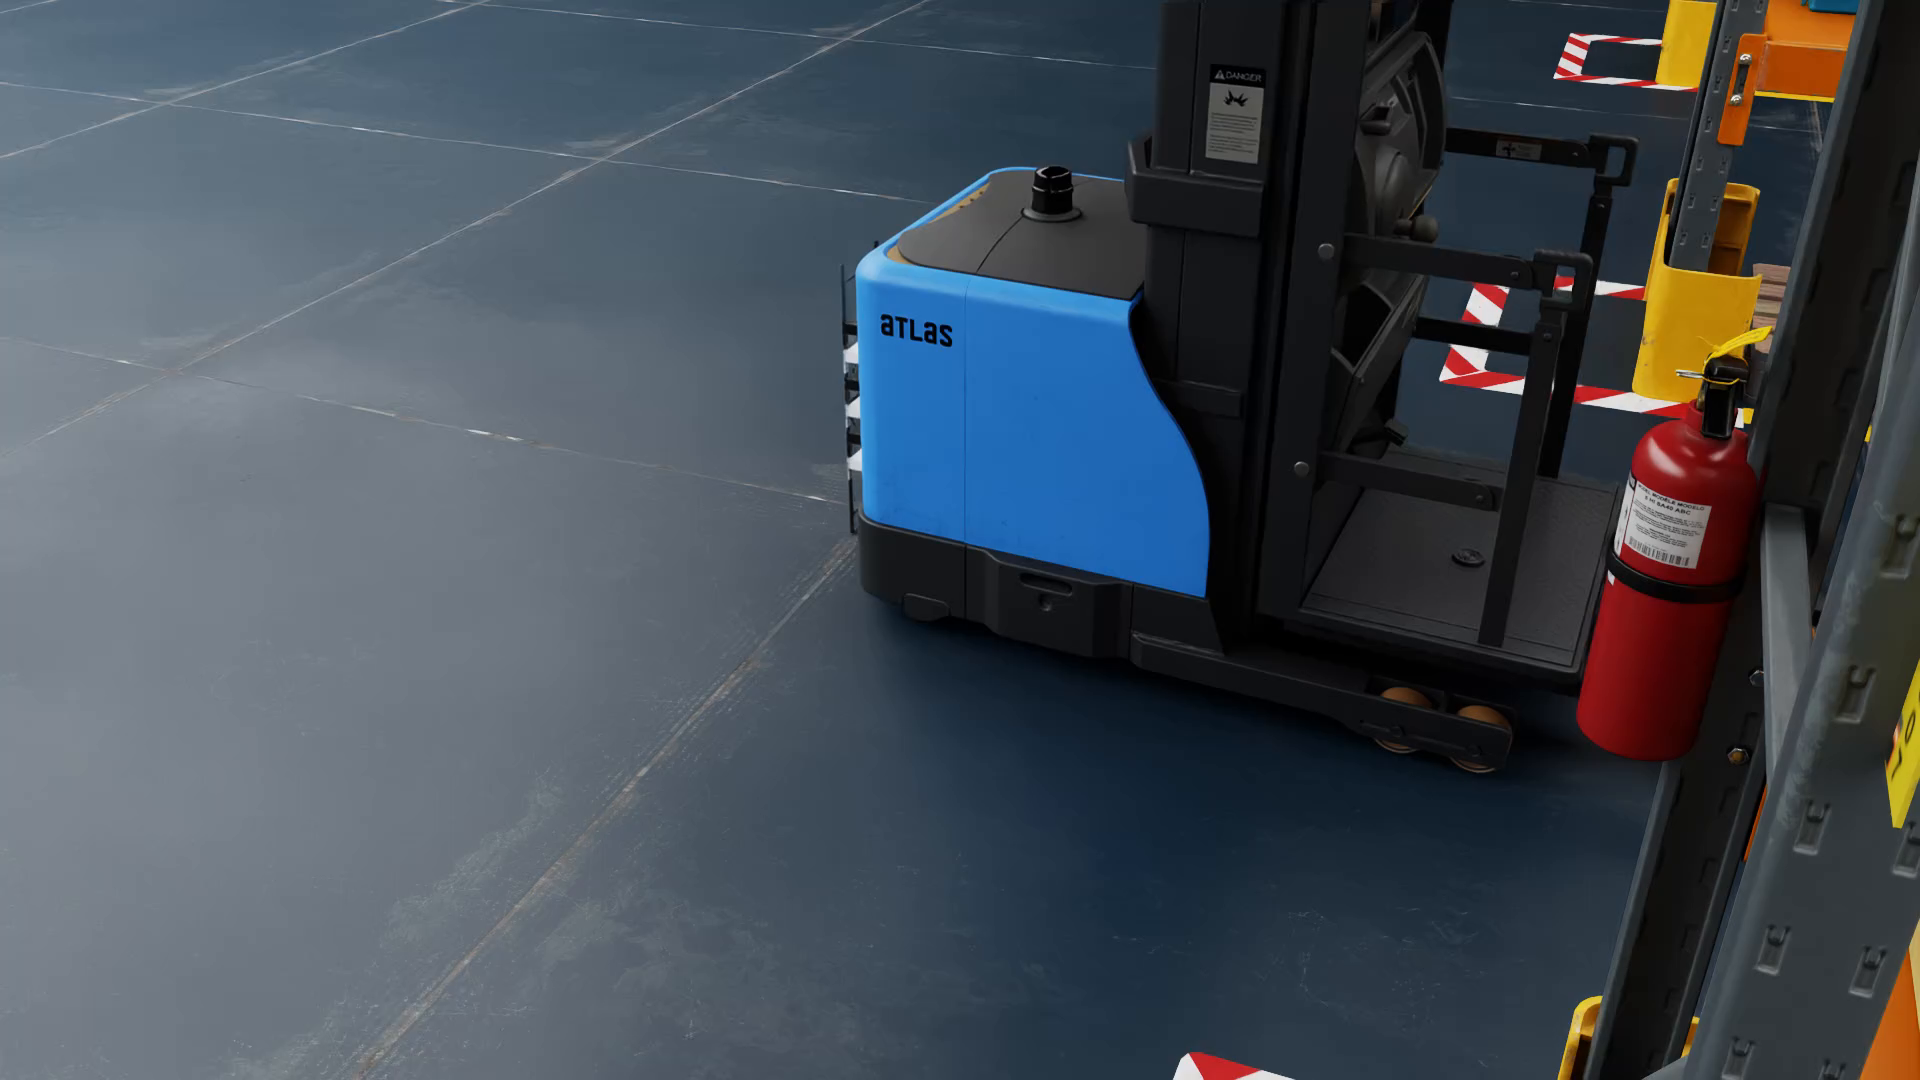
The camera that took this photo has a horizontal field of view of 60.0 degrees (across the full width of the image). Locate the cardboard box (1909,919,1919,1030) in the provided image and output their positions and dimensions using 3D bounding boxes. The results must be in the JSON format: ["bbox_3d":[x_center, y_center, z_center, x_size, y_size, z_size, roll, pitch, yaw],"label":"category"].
[{"bbox_3d":[1.108,0.457,1.649,0.250,0.149,0.380,11,31,19],"label":"cardboard box"}]

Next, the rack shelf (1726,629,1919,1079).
[{"bbox_3d":[2.787,0.869,1.395,4.000,0.370,1.077,11,31,19],"label":"rack shelf"}]

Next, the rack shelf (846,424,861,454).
[{"bbox_3d":[-0.206,-0.333,5.176,0.200,0.077,0.258,13,32,22],"label":"rack shelf"}]

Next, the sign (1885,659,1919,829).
[{"bbox_3d":[0.730,0.056,1.222,0.005,0.325,0.100,11,31,19],"label":"sign"}]

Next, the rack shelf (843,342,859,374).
[{"bbox_3d":[-0.206,-0.568,5.043,0.200,0.077,0.258,13,32,22],"label":"rack shelf"}]

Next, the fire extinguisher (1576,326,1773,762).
[{"bbox_3d":[1.001,-0.012,2.301,0.183,0.674,0.296,11,31,19],"label":"fire extinguisher"}]

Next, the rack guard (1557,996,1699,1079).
[{"bbox_3d":[1.004,1.288,2.463,0.348,0.500,1.175,11,31,19],"label":"rack guard"}]

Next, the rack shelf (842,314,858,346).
[{"bbox_3d":[-0.206,-0.647,4.999,0.200,0.077,0.258,13,32,22],"label":"rack shelf"}]

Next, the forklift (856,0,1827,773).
[{"bbox_3d":[1.267,-0.986,4.016,3.031,2.935,1.130,13,32,22],"label":"forklift"}]

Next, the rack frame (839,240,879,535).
[{"bbox_3d":[-0.298,-0.462,5.152,0.006,0.900,0.240,13,32,22],"label":"rack frame"}]

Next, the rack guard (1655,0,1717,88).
[{"bbox_3d":[4.640,-3.247,10.486,0.348,0.500,1.175,11,31,19],"label":"rack guard"}]

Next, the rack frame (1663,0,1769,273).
[{"bbox_3d":[2.796,-2.073,5.869,0.127,3.000,1.000,11,31,19],"label":"rack frame"}]

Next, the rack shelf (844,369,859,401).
[{"bbox_3d":[-0.206,-0.490,5.087,0.200,0.077,0.258,13,32,22],"label":"rack shelf"}]

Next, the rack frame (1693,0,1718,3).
[{"bbox_3d":[4.662,-4.330,9.863,0.127,3.000,1.000,11,31,19],"label":"rack frame"}]

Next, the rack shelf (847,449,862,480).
[{"bbox_3d":[-0.206,-0.255,5.220,0.200,0.077,0.258,13,32,22],"label":"rack shelf"}]

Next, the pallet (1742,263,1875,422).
[{"bbox_3d":[3.635,-0.713,6.298,1.213,0.211,1.003,11,31,19],"label":"pallet"}]

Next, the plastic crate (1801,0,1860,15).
[{"bbox_3d":[3.372,-2.052,5.983,0.616,0.251,0.499,11,31,19],"label":"plastic crate"}]

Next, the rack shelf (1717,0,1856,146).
[{"bbox_3d":[4.649,-1.389,5.391,4.000,0.370,1.077,11,31,19],"label":"rack shelf"}]

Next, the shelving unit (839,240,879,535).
[{"bbox_3d":[-0.206,-0.441,5.115,0.210,0.900,0.258,13,32,22],"label":"shelving unit"}]

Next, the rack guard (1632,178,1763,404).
[{"bbox_3d":[2.884,-0.992,6.497,0.348,0.500,1.175,11,31,19],"label":"rack guard"}]

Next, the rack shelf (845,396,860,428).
[{"bbox_3d":[-0.206,-0.412,5.132,0.200,0.077,0.258,13,32,22],"label":"rack shelf"}]
